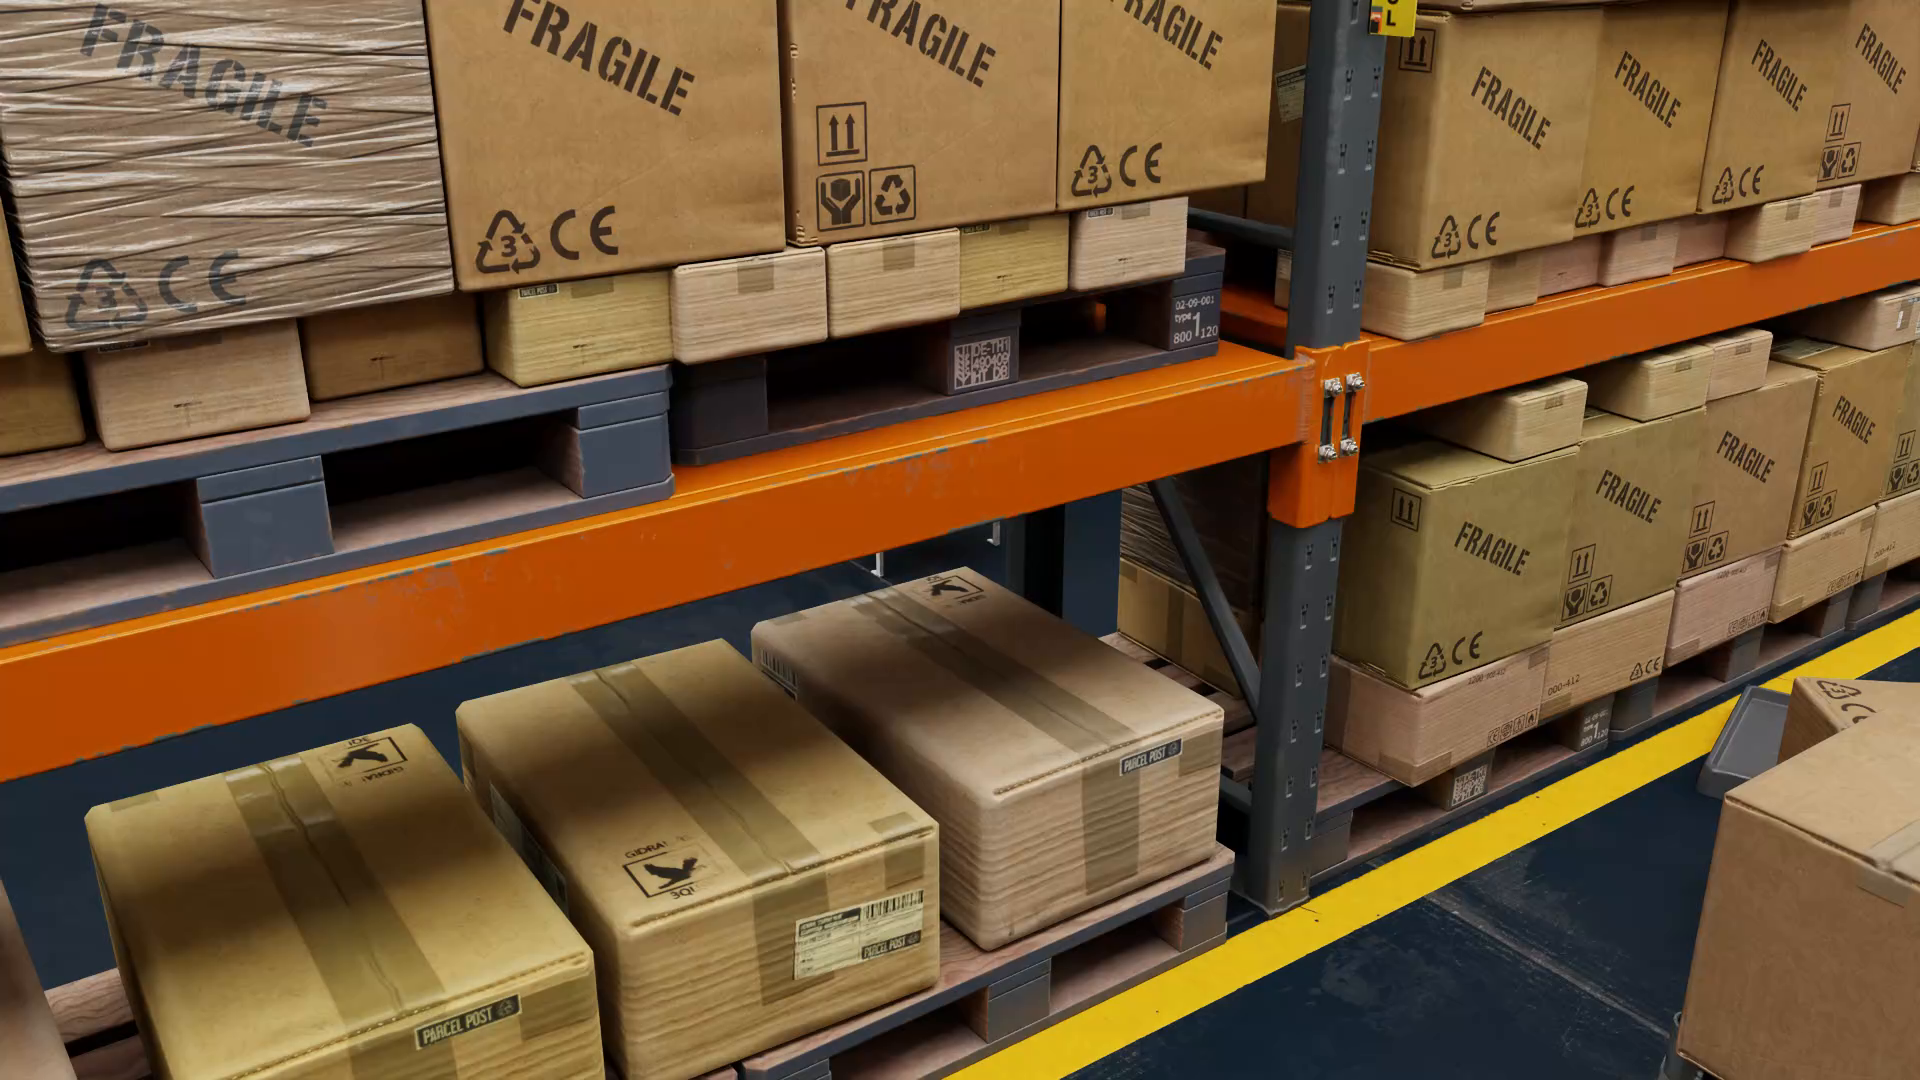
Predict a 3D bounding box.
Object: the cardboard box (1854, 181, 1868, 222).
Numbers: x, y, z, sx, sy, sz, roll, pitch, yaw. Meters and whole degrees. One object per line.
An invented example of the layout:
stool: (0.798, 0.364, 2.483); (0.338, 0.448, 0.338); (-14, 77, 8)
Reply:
cardboard box: (2.275, -0.978, 4.640); (0.250, 0.149, 0.380); (-15, 26, -33)

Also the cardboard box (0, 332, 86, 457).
cardboard box: (-1.325, -0.225, 2.185); (0.250, 0.149, 0.380); (-14, 26, -31)

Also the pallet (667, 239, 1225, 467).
pallet: (-0.246, -0.489, 3.333); (1.213, 0.211, 1.003); (-15, 26, -33)

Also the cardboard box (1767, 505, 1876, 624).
cardboard box: (2.360, -0.003, 4.999); (0.500, 0.250, 0.500); (-16, 27, -35)

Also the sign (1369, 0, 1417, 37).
sign: (0.786, -1.071, 2.971); (0.005, 0.325, 0.100); (-15, 26, -33)

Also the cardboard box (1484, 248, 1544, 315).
cardboard box: (1.077, -0.625, 3.754); (0.250, 0.149, 0.380); (-14, 26, -31)

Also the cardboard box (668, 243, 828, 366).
cardboard box: (-0.415, -0.409, 2.646); (0.250, 0.149, 0.380); (-15, 26, -32)

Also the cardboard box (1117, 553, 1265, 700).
cardboard box: (0.782, 0.174, 4.557); (0.500, 0.250, 0.500); (-14, 25, -30)

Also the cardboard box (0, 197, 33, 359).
cardboard box: (-1.441, -0.473, 1.931); (0.500, 0.500, 0.500); (-14, 26, -32)

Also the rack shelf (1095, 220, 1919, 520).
rack shelf: (2.083, -0.798, 4.820); (4.000, 0.370, 1.077); (-15, 26, -33)

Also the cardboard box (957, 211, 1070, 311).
cardboard box: (-0.022, -0.532, 2.954); (0.250, 0.149, 0.380); (-16, 27, -34)

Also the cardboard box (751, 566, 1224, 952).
cardboard box: (0.035, 0.440, 3.725); (0.625, 0.372, 0.950); (-15, 26, -32)

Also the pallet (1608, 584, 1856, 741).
pallet: (1.975, 0.174, 5.175); (1.213, 0.211, 1.003); (-15, 26, -33)

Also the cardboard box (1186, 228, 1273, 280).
cardboard box: (0.542, -0.744, 4.053); (0.250, 0.149, 0.380); (-15, 26, -33)

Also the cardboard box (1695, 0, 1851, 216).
cardboard box: (1.788, -1.116, 4.109); (0.500, 0.500, 0.500); (-15, 26, -33)

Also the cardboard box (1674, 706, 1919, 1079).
cardboard box: (1.523, 0.639, 2.599); (0.500, 0.500, 0.500); (-15, 26, -33)

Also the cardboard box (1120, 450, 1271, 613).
cardboard box: (0.783, -0.175, 4.418); (0.500, 0.500, 0.500); (-15, 26, -34)

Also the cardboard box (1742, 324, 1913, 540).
cardboard box: (2.373, -0.359, 4.879); (0.500, 0.500, 0.500); (-16, 27, -34)

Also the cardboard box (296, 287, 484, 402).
cardboard box: (-0.908, -0.341, 2.475); (0.250, 0.149, 0.380); (-16, 27, -35)

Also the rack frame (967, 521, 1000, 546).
rack frame: (0.064, -0.574, 5.717); (0.015, 1.200, 0.240); (-15, 26, -33)

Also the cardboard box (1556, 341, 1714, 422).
cardboard box: (1.648, -0.434, 4.194); (0.250, 0.149, 0.380); (-14, 26, -31)

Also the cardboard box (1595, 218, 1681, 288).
cardboard box: (1.496, -0.734, 4.029); (0.250, 0.149, 0.380); (-14, 26, -31)

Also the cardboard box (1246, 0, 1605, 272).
cardboard box: (0.979, -0.895, 3.557); (0.500, 0.500, 0.500); (-15, 26, -33)

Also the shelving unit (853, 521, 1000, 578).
shelving unit: (-0.134, -0.521, 5.584); (0.503, 1.200, 0.258); (-15, 26, -33)

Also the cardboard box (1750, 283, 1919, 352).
cardboard box: (2.528, -0.671, 4.788); (0.250, 0.149, 0.380); (-14, 26, -31)

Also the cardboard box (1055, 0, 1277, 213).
cardboard box: (0.218, -0.910, 3.027); (0.500, 0.500, 0.500); (-15, 26, -34)

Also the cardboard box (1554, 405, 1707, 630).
cardboard box: (1.523, -0.132, 4.311); (0.500, 0.500, 0.500); (-14, 26, -31)

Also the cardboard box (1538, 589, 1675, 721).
cardboard box: (1.522, 0.217, 4.448); (0.500, 0.250, 0.500); (-13, 25, -30)

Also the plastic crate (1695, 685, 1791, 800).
plastic crate: (2.212, 0.563, 4.376); (0.402, 0.080, 0.583); (14, 26, 32)

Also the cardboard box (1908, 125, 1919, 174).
cardboard box: (2.609, -1.335, 4.659); (0.500, 0.500, 0.500); (-15, 26, -33)

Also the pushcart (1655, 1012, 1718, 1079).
pushcart: (1.831, 1.194, 2.396); (1.648, 0.377, 0.936); (14, 26, 32)

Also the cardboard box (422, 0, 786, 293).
cardboard box: (-0.606, -0.692, 2.482); (0.500, 0.500, 0.500); (-14, 26, -31)

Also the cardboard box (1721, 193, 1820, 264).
cardboard box: (1.946, -0.829, 4.264); (0.250, 0.149, 0.380); (-15, 26, -33)

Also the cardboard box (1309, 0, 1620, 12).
cardboard box: (0.943, -1.378, 3.418); (0.500, 0.500, 0.700); (-15, 26, -33)

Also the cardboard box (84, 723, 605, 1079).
cardboard box: (-1.110, 0.748, 2.954); (0.625, 0.372, 0.950); (-14, 26, -31)

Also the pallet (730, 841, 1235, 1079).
pallet: (-0.172, 0.765, 3.695); (1.213, 0.211, 1.003); (-15, 26, -33)
